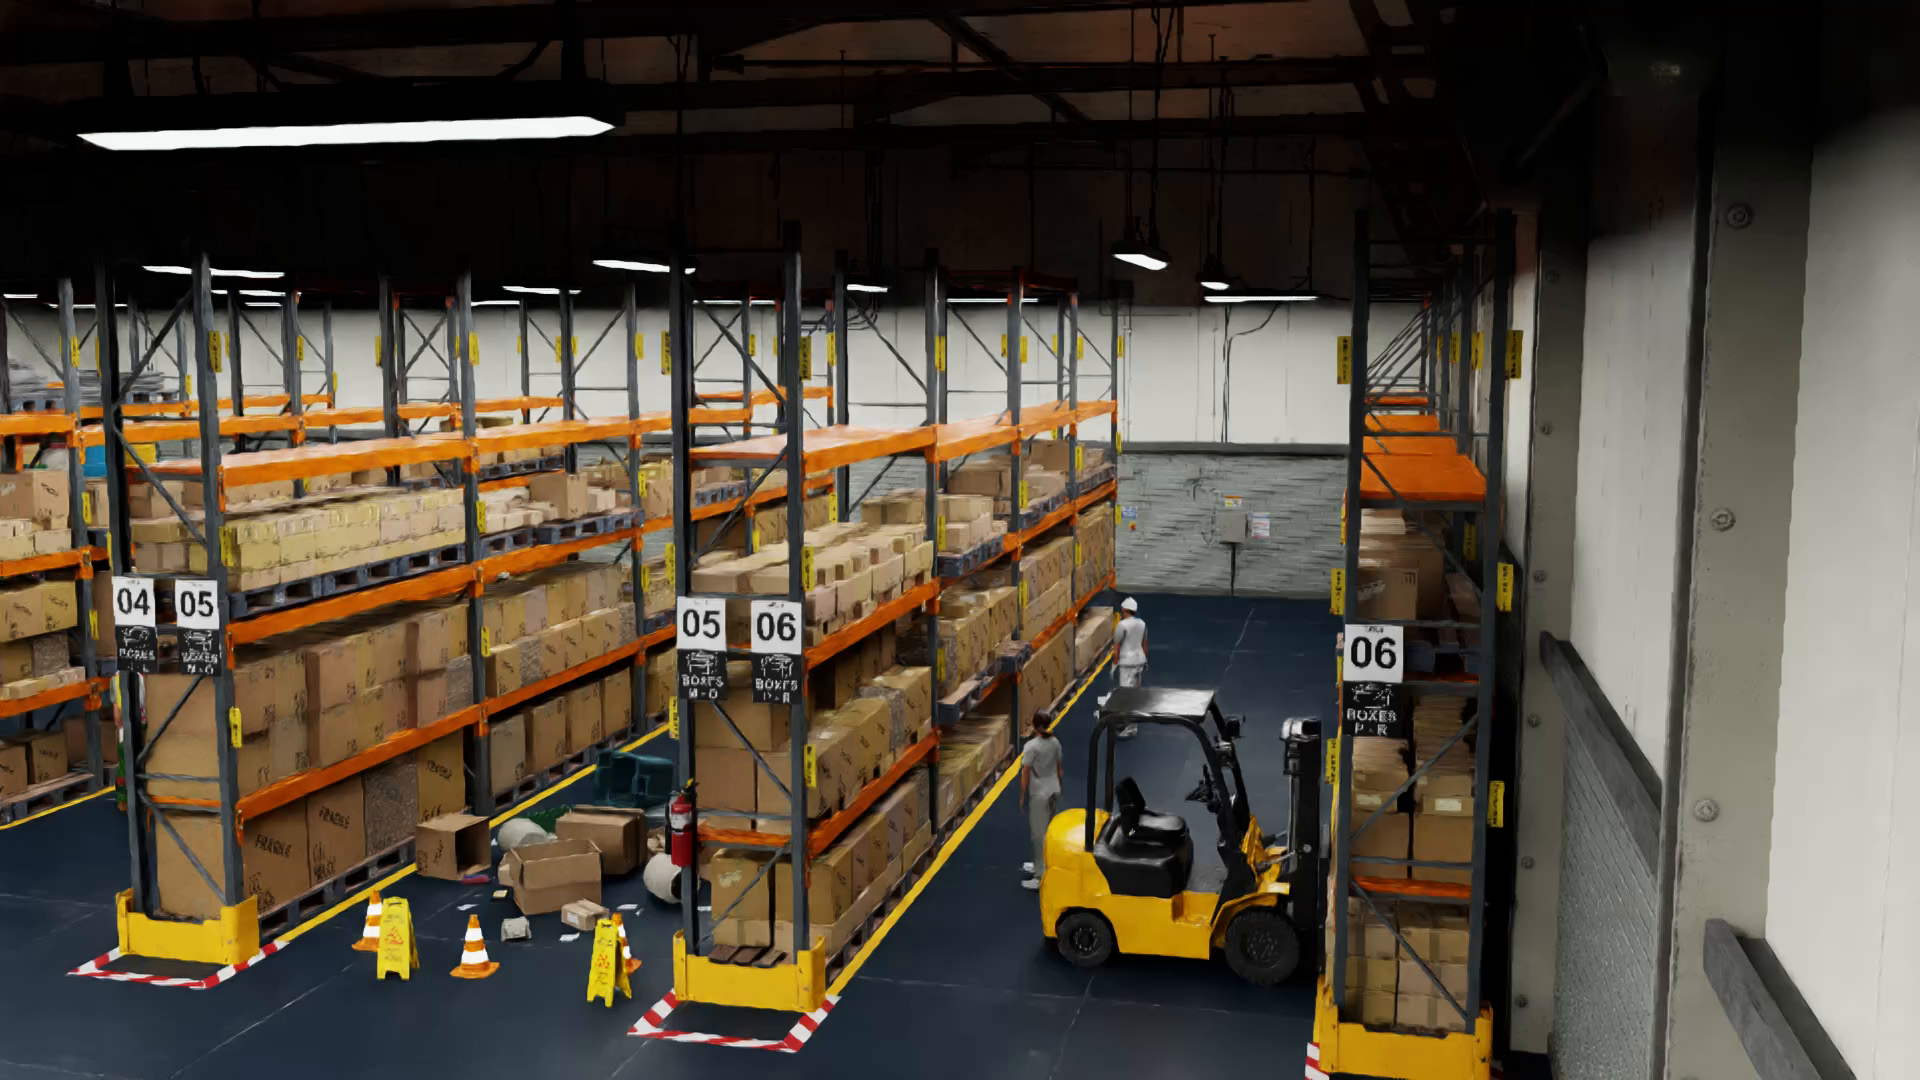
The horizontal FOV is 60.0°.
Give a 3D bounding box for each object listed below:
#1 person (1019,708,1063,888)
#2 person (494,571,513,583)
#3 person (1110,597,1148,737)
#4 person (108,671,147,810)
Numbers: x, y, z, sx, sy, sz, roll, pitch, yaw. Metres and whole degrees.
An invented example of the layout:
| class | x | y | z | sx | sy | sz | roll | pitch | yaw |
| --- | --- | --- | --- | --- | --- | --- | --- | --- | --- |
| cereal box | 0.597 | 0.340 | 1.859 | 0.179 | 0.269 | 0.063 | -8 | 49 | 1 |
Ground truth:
| class | x | y | z | sx | sy | sz | roll | pitch | yaw |
| --- | --- | --- | --- | --- | --- | --- | --- | --- | --- |
| person | 0.745 | 2.407 | 15.763 | 0.563 | 1.668 | 0.558 | -7 | 10 | -44 |
| person | -6.814 | 1.294 | 24.932 | 0.460 | 1.663 | 0.572 | -1 | 7 | -9 |
| person | 2.188 | 1.626 | 21.679 | 0.655 | 1.785 | 0.577 | -7 | 10 | -44 |
| person | -9.071 | 2.027 | 18.316 | 0.391 | 1.793 | 0.674 | 1 | 7 | 5 |
